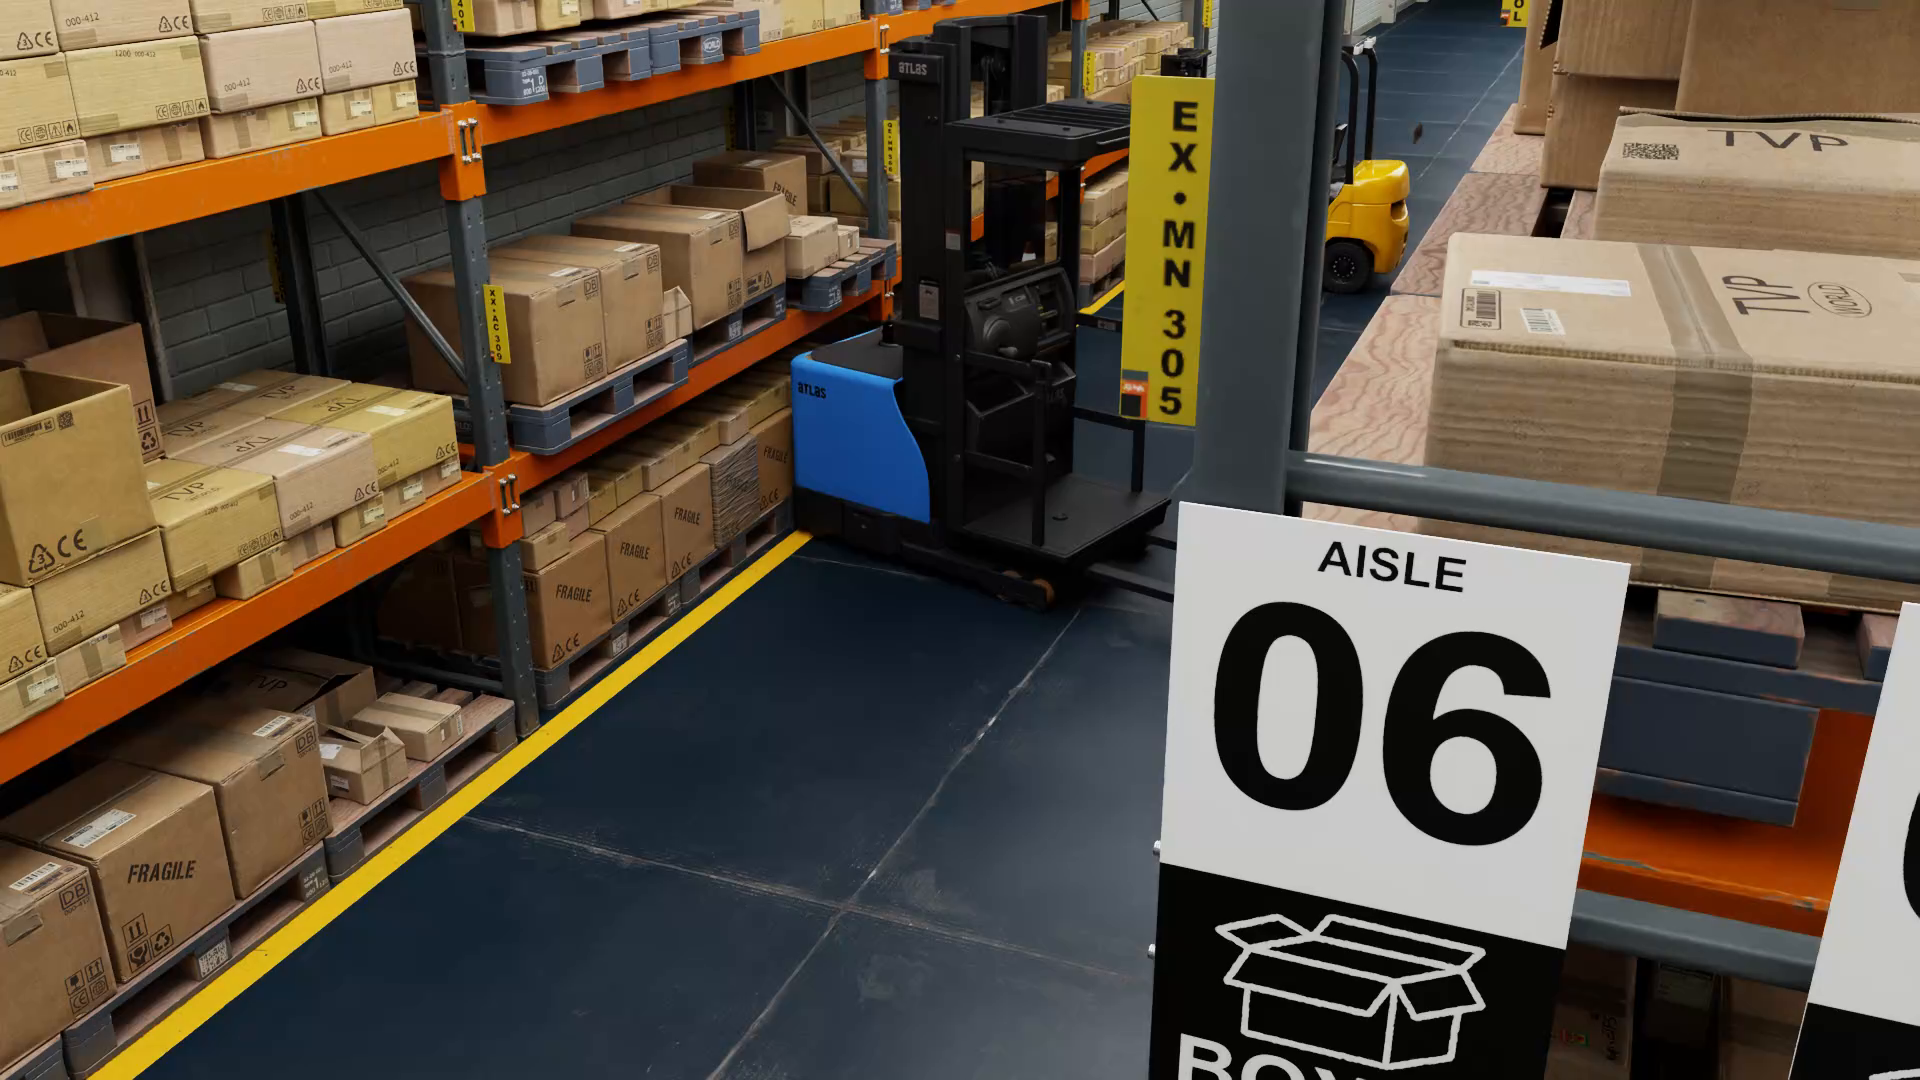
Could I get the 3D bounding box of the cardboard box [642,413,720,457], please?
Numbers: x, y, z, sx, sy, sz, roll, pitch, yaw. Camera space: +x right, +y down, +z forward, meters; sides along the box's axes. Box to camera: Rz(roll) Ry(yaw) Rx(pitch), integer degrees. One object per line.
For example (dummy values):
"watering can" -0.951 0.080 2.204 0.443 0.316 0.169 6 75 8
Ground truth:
"cardboard box" -1.542 -0.573 9.087 0.380 0.149 0.250 9 24 20

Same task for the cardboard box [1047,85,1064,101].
"cardboard box" 0.629 -3.621 13.555 0.380 0.149 0.250 10 25 22

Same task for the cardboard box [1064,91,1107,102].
"cardboard box" 0.957 -3.597 14.339 0.500 0.500 0.500 8 24 19

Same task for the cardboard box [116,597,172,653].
"cardboard box" -2.896 0.249 5.587 0.380 0.149 0.250 9 24 20

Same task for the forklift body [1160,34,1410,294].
"forklift body" 3.025 -3.529 15.408 2.313 2.155 1.214 9 24 20

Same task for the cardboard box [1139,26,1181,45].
"cardboard box" 1.963 -4.995 16.459 0.380 0.149 0.250 9 24 21

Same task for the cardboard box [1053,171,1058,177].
"cardboard box" 0.605 -3.142 13.575 0.500 0.250 0.500 9 24 21

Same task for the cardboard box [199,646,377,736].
"cardboard box" -2.887 0.683 7.166 0.500 0.311 0.500 10 25 22

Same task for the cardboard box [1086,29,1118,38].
"cardboard box" 1.318 -4.884 16.194 0.380 0.149 0.250 10 25 22

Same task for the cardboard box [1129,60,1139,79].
"cardboard box" 1.414 -4.305 15.193 0.380 0.149 0.250 8 24 18

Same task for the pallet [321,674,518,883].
"pallet" -2.678 0.966 7.164 1.003 0.211 1.213 9 24 20

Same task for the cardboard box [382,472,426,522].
"cardboard box" -2.383 -0.204 6.672 0.380 0.149 0.250 9 24 21

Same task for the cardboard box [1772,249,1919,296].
"cardboard box" 1.320 -0.290 2.313 0.380 0.149 0.250 10 25 22

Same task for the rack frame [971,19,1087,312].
"rack frame" 0.549 -3.429 14.068 1.000 3.000 0.127 9 24 20

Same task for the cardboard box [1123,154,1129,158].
"cardboard box" 1.791 -3.672 16.375 0.500 0.250 0.500 9 24 21

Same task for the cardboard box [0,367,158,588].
"cardboard box" -2.932 -0.210 5.196 0.500 0.500 0.500 9 24 21

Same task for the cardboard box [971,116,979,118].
"cardboard box" -0.068 -2.985 12.034 0.380 0.149 0.250 9 24 20

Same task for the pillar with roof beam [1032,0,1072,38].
"pillar with roof beam" 4.937 -6.892 14.575 9.100 9.000 0.400 9 24 20

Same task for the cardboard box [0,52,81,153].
"cardboard box" -2.947 -1.261 4.795 0.500 0.250 0.500 8 24 19

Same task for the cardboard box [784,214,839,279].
"cardboard box" -1.028 -1.698 9.574 0.500 0.250 0.500 8 24 18

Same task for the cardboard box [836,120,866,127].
"cardboard box" -0.661 -2.862 11.740 0.380 0.149 0.250 9 24 20

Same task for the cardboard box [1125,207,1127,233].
"cardboard box" 1.398 -3.073 15.588 0.500 0.250 0.500 9 24 20

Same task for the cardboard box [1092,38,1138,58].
"cardboard box" 1.424 -4.548 15.388 0.380 0.149 0.250 9 24 20

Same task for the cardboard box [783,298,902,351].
"cardboard box" -0.692 -1.317 11.547 0.875 0.625 0.625 10 25 22

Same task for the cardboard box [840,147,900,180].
"cardboard box" -0.544 -2.415 10.669 0.380 0.149 0.250 10 24 22

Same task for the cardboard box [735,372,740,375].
"cardboard box" -1.561 -1.004 10.118 0.380 0.149 0.250 9 24 21

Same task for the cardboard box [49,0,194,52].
"cardboard box" -2.763 -1.671 5.127 0.500 0.250 0.500 9 24 21

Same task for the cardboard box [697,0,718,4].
"cardboard box" -1.395 -2.678 8.030 0.380 0.149 0.250 9 24 21

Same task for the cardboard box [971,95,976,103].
"cardboard box" -0.098 -3.407 13.044 0.380 0.149 0.250 9 24 20

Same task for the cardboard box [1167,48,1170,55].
"cardboard box" 1.843 -4.775 16.319 0.380 0.149 0.250 9 24 20

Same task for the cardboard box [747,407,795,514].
"cardboard box" -1.281 -0.491 9.731 0.500 0.500 0.500 10 25 22

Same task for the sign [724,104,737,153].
"sign" -1.453 -2.610 10.605 0.100 0.325 0.005 9 24 20

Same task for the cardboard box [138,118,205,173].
"cardboard box" -2.705 -1.303 5.412 0.380 0.149 0.250 10 25 22

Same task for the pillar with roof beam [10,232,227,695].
"pillar with roof beam" 0.479 -2.598 4.295 9.100 9.000 0.400 9 24 20

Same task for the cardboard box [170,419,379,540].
"cardboard box" -2.557 -0.236 6.232 0.500 0.250 0.500 9 24 20

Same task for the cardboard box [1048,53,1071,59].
"cardboard box" 0.940 -4.093 14.299 0.380 0.149 0.250 9 24 21

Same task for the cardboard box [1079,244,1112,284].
"cardboard box" 1.037 -2.480 14.818 0.500 0.250 0.500 9 24 21

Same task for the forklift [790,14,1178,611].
"forklift" 0.497 -1.207 8.838 3.031 2.935 1.130 16 28 34

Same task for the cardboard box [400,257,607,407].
"cardboard box" -2.035 -0.947 7.452 0.700 0.500 0.500 9 24 21

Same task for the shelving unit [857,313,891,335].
"shelving unit" -0.478 -0.875 10.474 0.252 1.050 0.215 -18 28 -38

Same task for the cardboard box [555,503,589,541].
"cardboard box" -2.011 -0.106 7.970 0.380 0.149 0.250 8 24 19

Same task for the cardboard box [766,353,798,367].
"cardboard box" -0.957 -1.022 10.162 0.380 0.149 0.250 7 24 17

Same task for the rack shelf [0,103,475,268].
"rack shelf" -3.165 -0.903 5.061 1.077 0.370 4.000 9 24 20

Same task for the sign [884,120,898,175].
"sign" -0.429 -2.421 10.255 0.100 0.325 0.005 9 24 20

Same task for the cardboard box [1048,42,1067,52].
"cardboard box" 0.755 -4.438 15.127 0.380 0.149 0.250 8 24 19

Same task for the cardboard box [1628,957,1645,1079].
"cardboard box" 0.660 0.860 2.372 0.500 0.500 0.500 10 25 22

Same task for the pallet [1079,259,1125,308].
"pallet" 0.884 -2.421 15.272 1.003 0.211 1.213 9 24 20

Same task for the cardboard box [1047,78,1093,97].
"cardboard box" 0.912 -3.851 14.107 0.380 0.149 0.250 8 24 19

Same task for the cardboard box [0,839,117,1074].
"cardboard box" -3.239 1.319 5.399 0.700 0.500 0.500 10 25 22

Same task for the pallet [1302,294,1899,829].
"pallet" 0.968 -0.036 2.167 1.003 0.211 1.213 9 24 20

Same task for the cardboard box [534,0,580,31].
"cardboard box" -1.813 -2.212 6.914 0.380 0.149 0.250 9 24 21

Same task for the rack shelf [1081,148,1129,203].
"rack shelf" 1.292 -3.813 15.920 1.077 0.370 4.000 9 24 20
